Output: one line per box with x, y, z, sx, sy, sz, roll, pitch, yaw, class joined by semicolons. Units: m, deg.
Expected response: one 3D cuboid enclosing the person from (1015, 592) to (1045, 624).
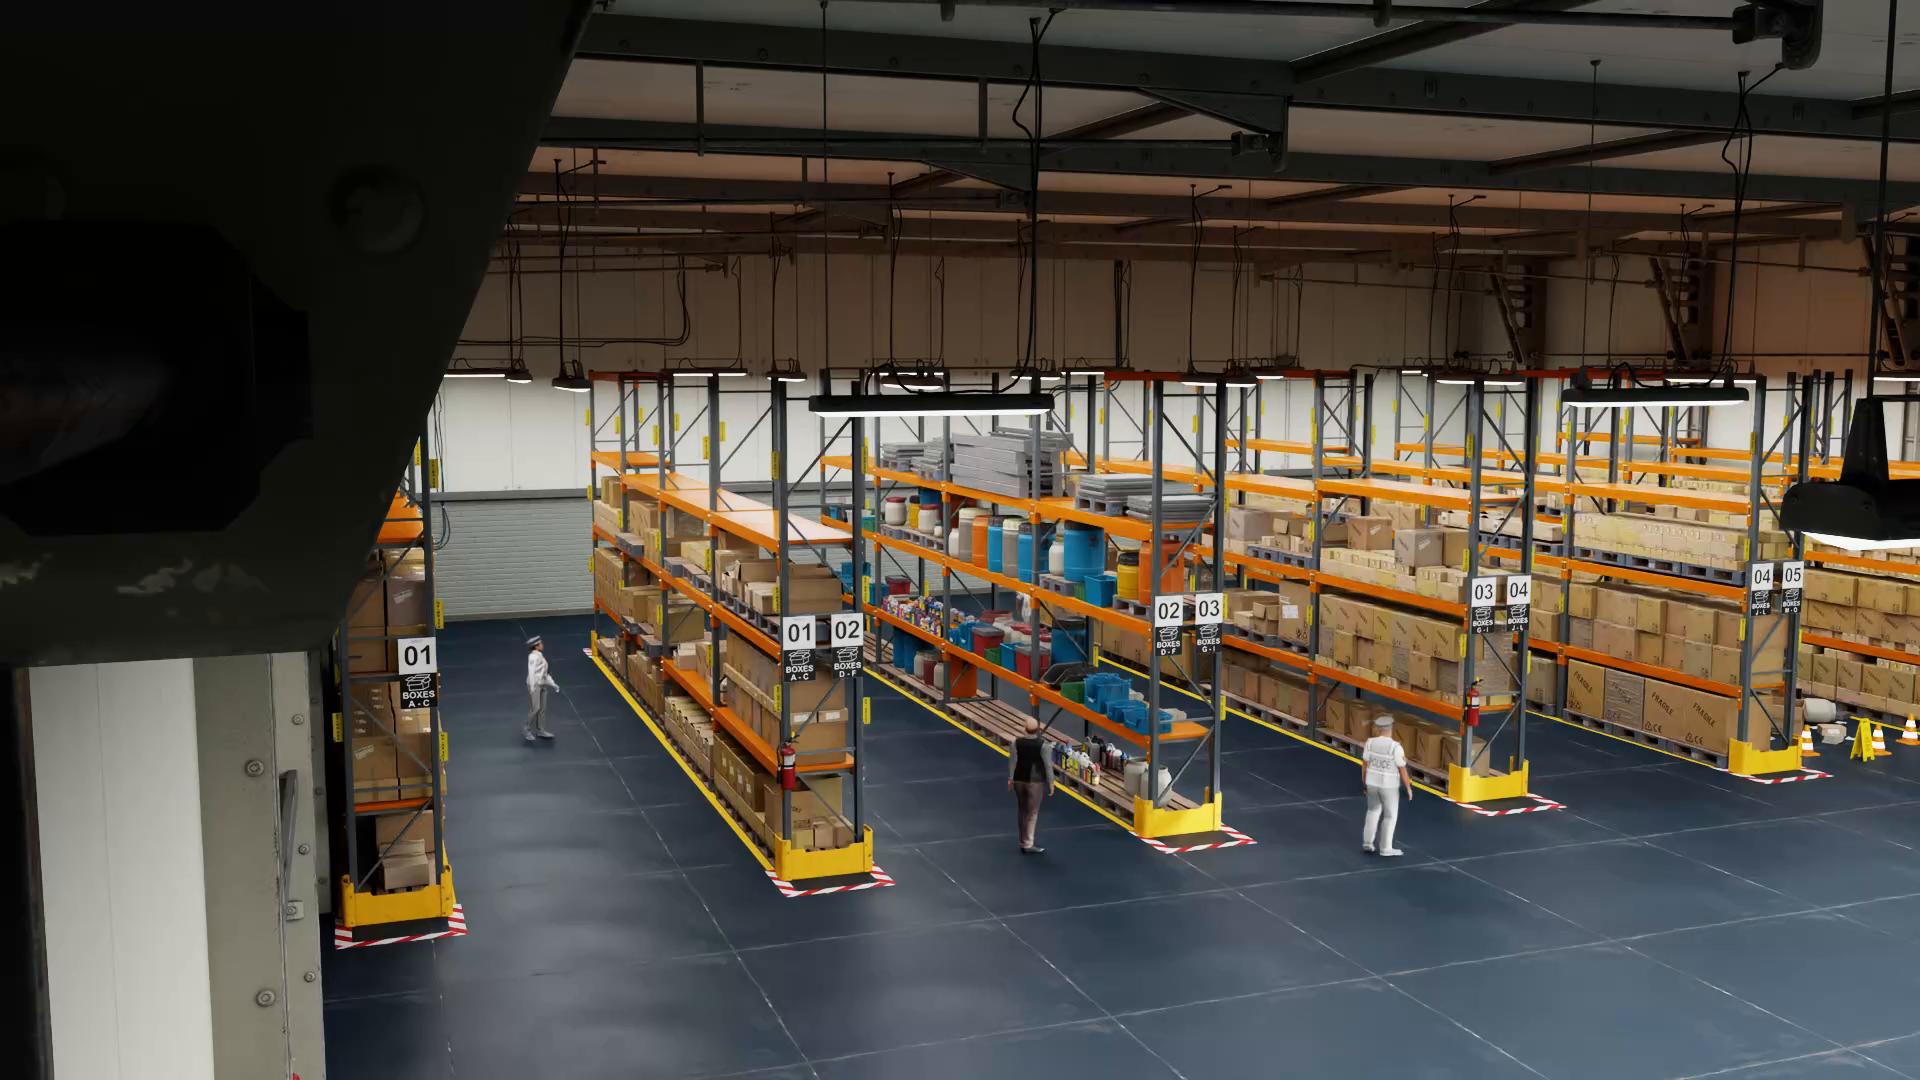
1.516;1.577;34.910;0.575;1.652;1.028;-2;7;-19;person

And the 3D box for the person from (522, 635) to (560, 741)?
-6.965;2.439;27.448;0.490;1.696;0.651;1;7;13;person

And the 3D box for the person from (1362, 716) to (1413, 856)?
5.399;3.151;21.047;0.403;1.829;0.620;-6;9;-45;person

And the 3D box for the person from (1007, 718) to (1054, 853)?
0.949;3.082;21.294;0.579;1.660;0.562;5;8;39;person
